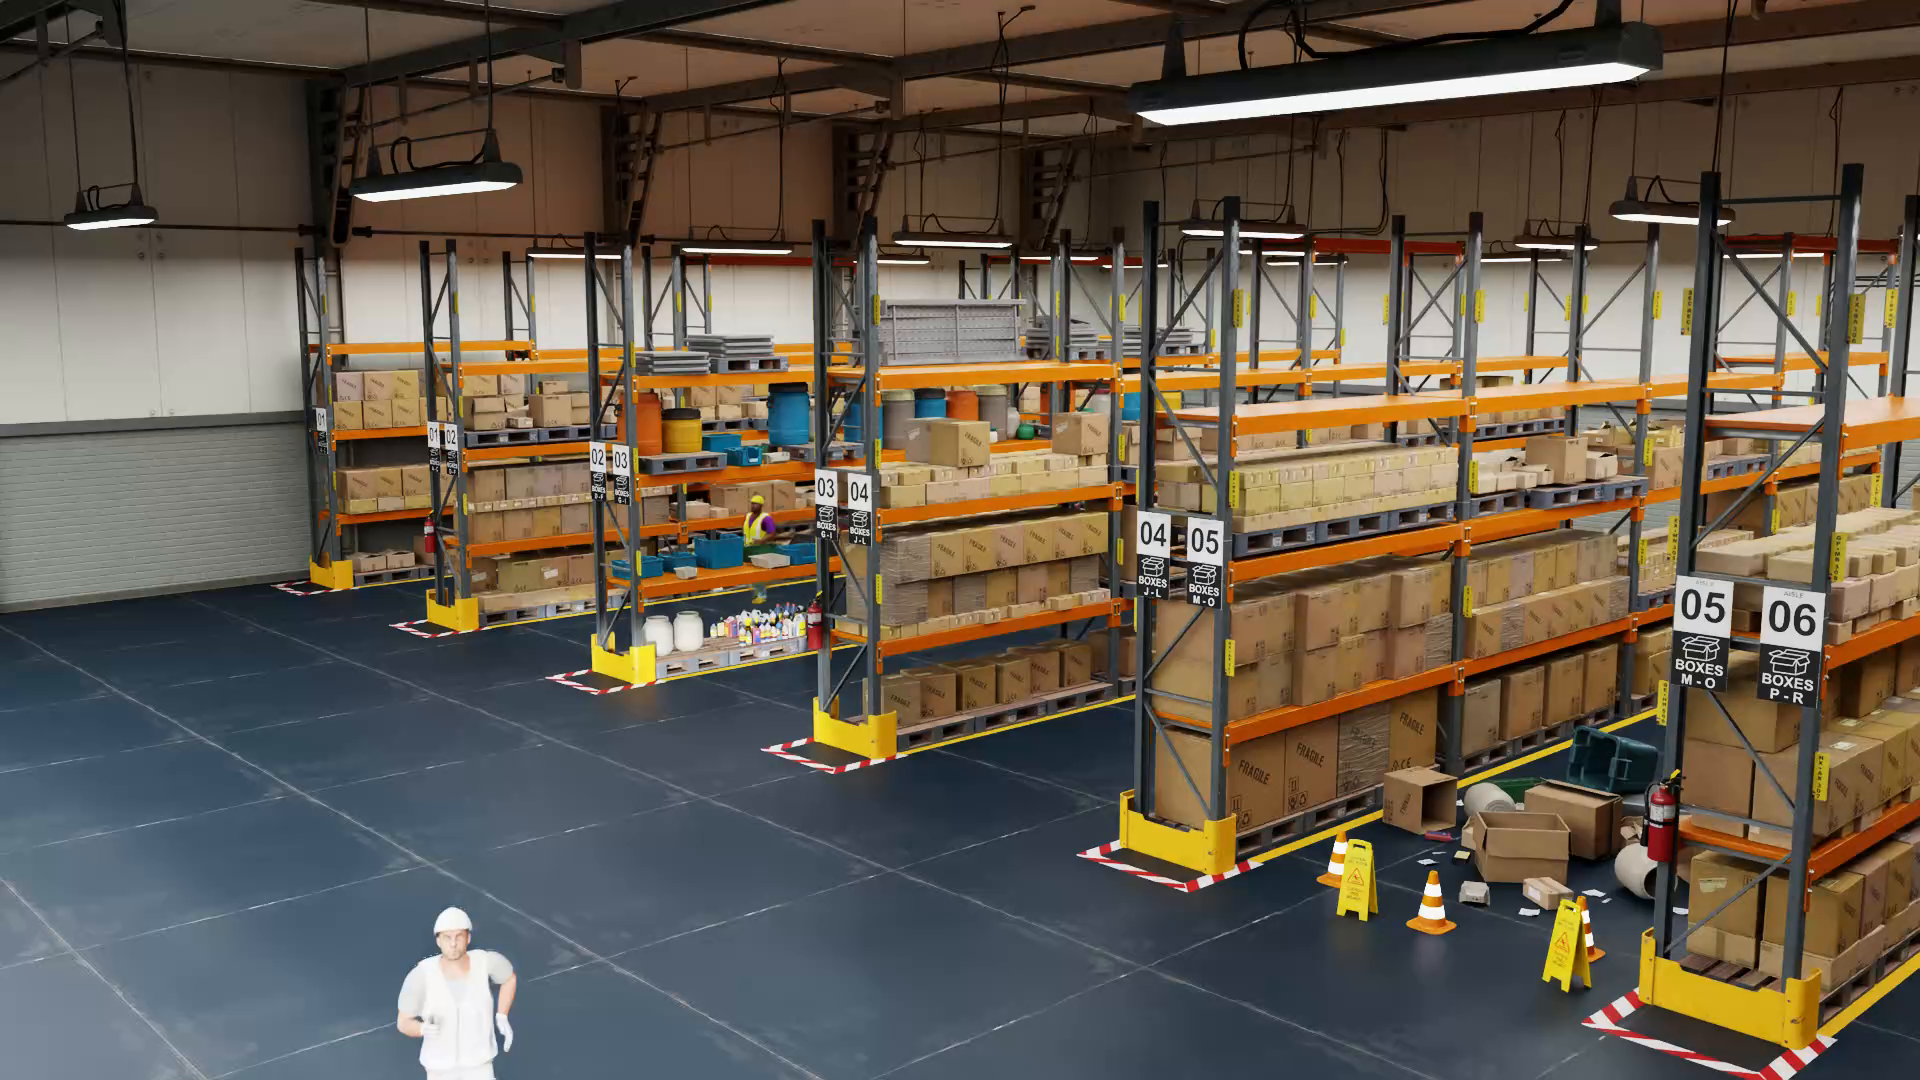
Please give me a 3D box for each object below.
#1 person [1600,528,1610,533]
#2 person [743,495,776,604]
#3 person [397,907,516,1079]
[{"bbox_3d":[9.408,0.722,24.348,1.048,1.790,0.729,-7,11,-39],"label":"person"},{"bbox_3d":[-3.262,0.157,26.386,0.698,1.735,0.545,6,10,33],"label":"person"},{"bbox_3d":[-2.779,2.929,9.240,0.632,1.832,0.765,-2,9,-14],"label":"person"}]
